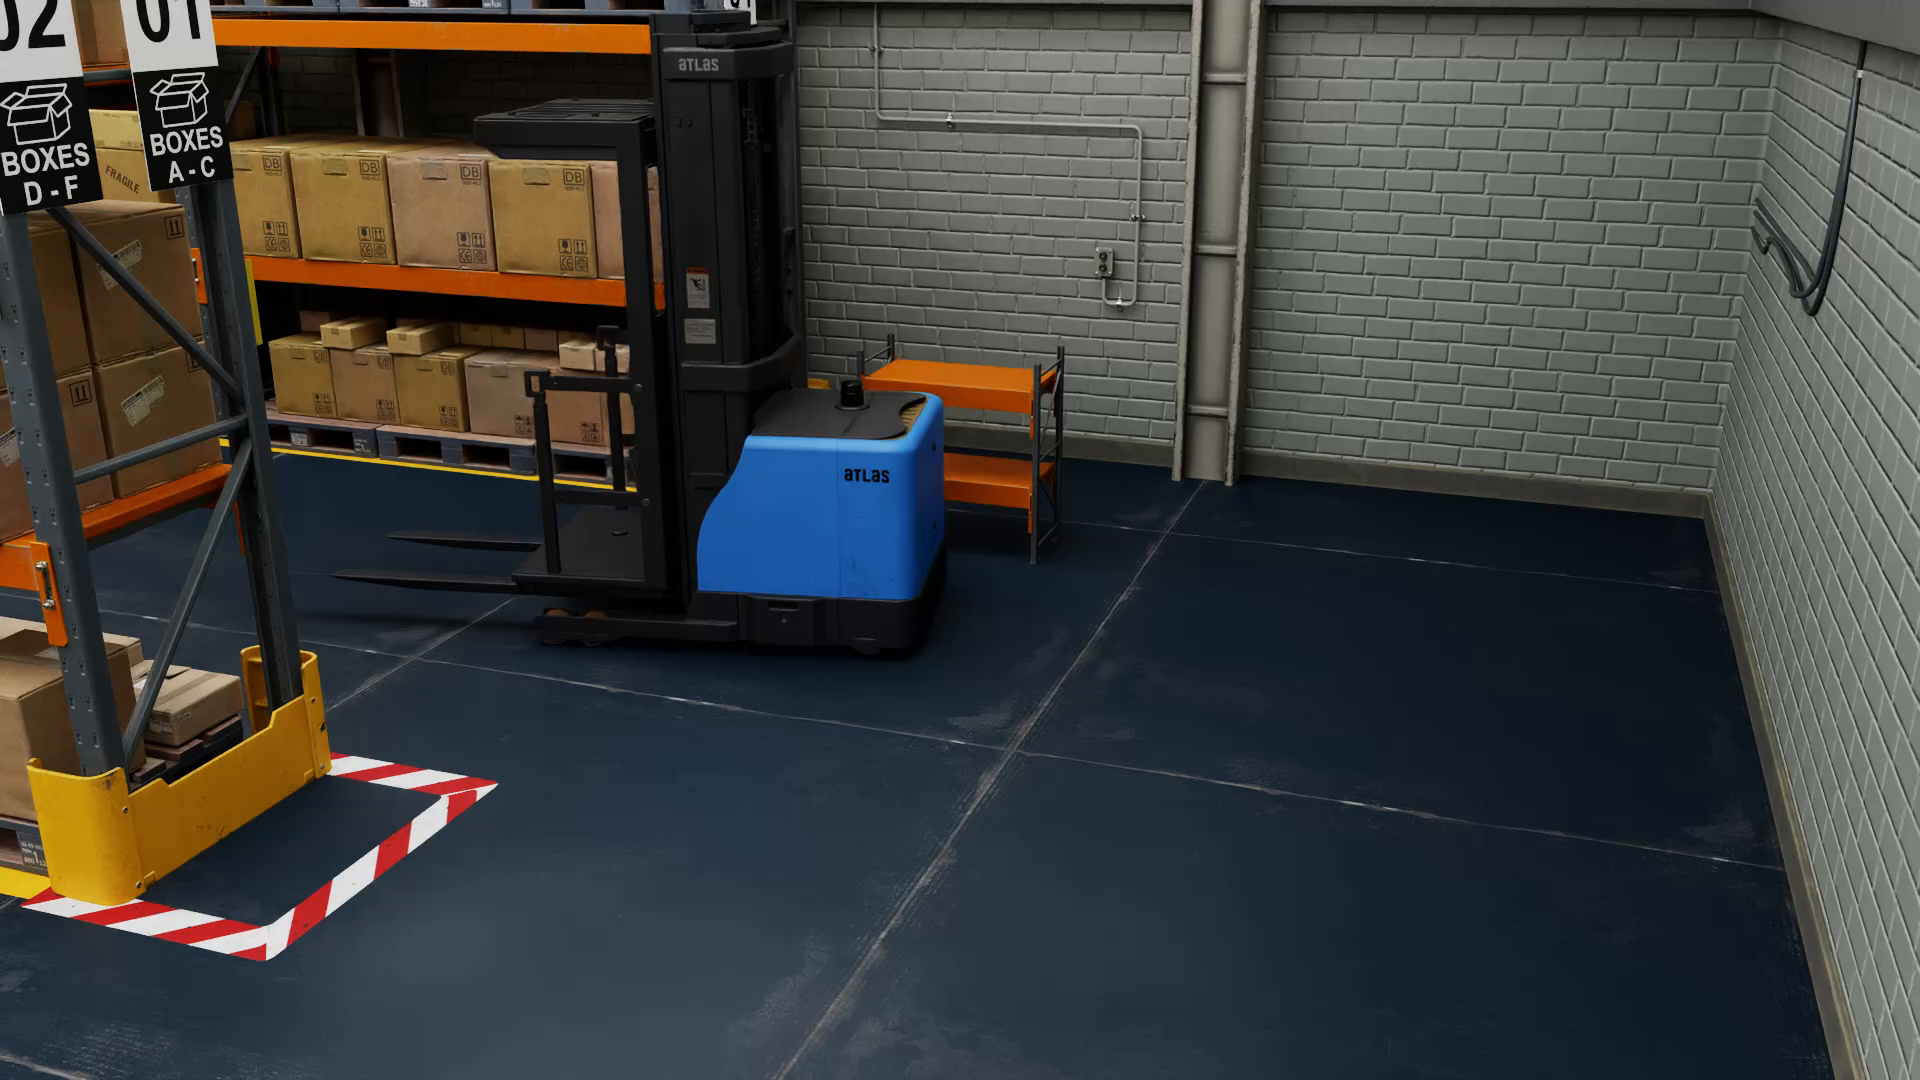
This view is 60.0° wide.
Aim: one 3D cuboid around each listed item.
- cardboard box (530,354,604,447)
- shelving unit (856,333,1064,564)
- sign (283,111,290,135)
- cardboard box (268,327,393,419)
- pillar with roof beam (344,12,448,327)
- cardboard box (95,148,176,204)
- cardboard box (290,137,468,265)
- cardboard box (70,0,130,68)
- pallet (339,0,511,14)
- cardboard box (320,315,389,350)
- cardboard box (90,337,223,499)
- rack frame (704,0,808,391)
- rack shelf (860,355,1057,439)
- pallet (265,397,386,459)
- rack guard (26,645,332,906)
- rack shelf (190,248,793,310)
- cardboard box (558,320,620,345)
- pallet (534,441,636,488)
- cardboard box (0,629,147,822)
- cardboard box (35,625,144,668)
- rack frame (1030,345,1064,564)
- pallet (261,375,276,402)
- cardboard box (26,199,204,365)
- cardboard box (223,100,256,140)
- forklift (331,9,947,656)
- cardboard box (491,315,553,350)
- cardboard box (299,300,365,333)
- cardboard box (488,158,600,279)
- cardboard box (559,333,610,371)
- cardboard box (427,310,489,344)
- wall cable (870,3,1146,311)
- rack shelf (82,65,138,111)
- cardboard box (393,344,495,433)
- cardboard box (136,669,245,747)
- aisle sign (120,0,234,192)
[{"bbox_3d":[-2.403,-0.967,10.954,0.500,0.500,0.700,6,20,18],"label":"cardboard box"},{"bbox_3d":[0.006,-0.530,9.389,1.048,1.125,0.538,7,20,18],"label":"shelving unit"},{"bbox_3d":[-4.834,-2.902,11.908,0.005,0.325,0.100,7,20,18],"label":"sign"},{"bbox_3d":[-4.342,-1.188,11.587,0.500,0.500,0.700,7,20,19],"label":"cardboard box"},{"bbox_3d":[-5.482,-3.971,7.295,0.400,9.000,9.100,7,20,18],"label":"pillar with roof beam"},{"bbox_3d":[-5.533,-2.451,11.418,0.500,0.500,0.500,6,20,17],"label":"cardboard box"},{"bbox_3d":[-3.820,-2.280,11.105,0.700,0.700,0.980,6,20,17],"label":"cardboard box"},{"bbox_3d":[-3.260,-1.790,5.826,0.500,0.250,0.500,7,20,18],"label":"cardboard box"},{"bbox_3d":[-3.096,-3.433,10.446,1.213,0.211,1.003,7,20,18],"label":"pallet"},{"bbox_3d":[-4.078,-1.401,11.212,0.250,0.149,0.380,7,20,20],"label":"cardboard box"},{"bbox_3d":[-3.191,-0.487,6.265,0.500,0.500,0.500,7,20,19],"label":"cardboard box"},{"bbox_3d":[-1.236,-1.851,10.329,0.127,3.000,1.000,7,20,18],"label":"rack frame"},{"bbox_3d":[0.006,-0.807,9.293,1.000,0.278,0.538,7,20,18],"label":"rack shelf"},{"bbox_3d":[-4.322,-0.860,11.722,1.213,0.211,1.003,7,20,18],"label":"pallet"},{"bbox_3d":[-2.930,0.862,6.344,0.348,0.500,1.175,7,20,18],"label":"rack guard"},{"bbox_3d":[-3.125,-1.727,11.067,4.000,0.370,1.077,7,20,18],"label":"rack shelf"},{"bbox_3d":[-2.461,-1.350,11.066,0.250,0.149,0.380,7,20,19],"label":"cardboard box"},{"bbox_3d":[-2.017,-0.596,10.966,1.213,0.211,1.003,7,20,18],"label":"pallet"},{"bbox_3d":[-3.452,0.680,6.197,0.500,0.500,0.500,7,20,18],"label":"cardboard box"},{"bbox_3d":[-3.751,0.580,6.866,0.500,0.250,0.500,7,20,18],"label":"cardboard box"},{"bbox_3d":[0.487,-0.476,9.231,0.032,1.125,0.500,7,20,18],"label":"rack frame"},{"bbox_3d":[-5.768,-1.026,12.199,1.213,0.211,1.003,7,20,18],"label":"pallet"},{"bbox_3d":[-3.191,-0.959,6.101,0.500,0.500,0.500,7,20,20],"label":"cardboard box"},{"bbox_3d":[-5.363,-2.965,11.751,0.500,0.250,0.500,7,20,20],"label":"cardboard box"},{"bbox_3d":[-1.629,-1.035,8.093,3.031,2.935,1.130,3,19,7],"label":"forklift"},{"bbox_3d":[-2.944,-1.405,11.223,0.250,0.149,0.380,7,20,19],"label":"cardboard box"},{"bbox_3d":[-4.413,-1.572,11.703,0.250,0.149,0.380,6,20,18],"label":"cardboard box"},{"bbox_3d":[-2.412,-2.120,10.644,0.700,0.700,0.980,6,20,18],"label":"cardboard box"},{"bbox_3d":[-2.353,-1.204,10.648,0.250,0.149,0.380,7,20,20],"label":"cardboard box"},{"bbox_3d":[-3.428,-1.460,11.381,0.250,0.149,0.380,7,20,19],"label":"cardboard box"},{"bbox_3d":[0.284,-2.486,10.608,1.851,1.984,0.084,7,20,18],"label":"wall cable"},{"bbox_3d":[-4.747,-1.603,6.153,4.000,0.370,1.077,7,20,18],"label":"rack shelf"},{"bbox_3d":[-3.384,-1.077,11.268,0.500,0.500,0.700,7,20,19],"label":"cardboard box"},{"bbox_3d":[-3.141,0.676,6.742,0.250,0.149,0.380,7,20,18],"label":"cardboard box"},{"bbox_3d":[-2.697,-1.622,5.722,0.004,0.787,0.394,7,20,18],"label":"aisle sign"}]
